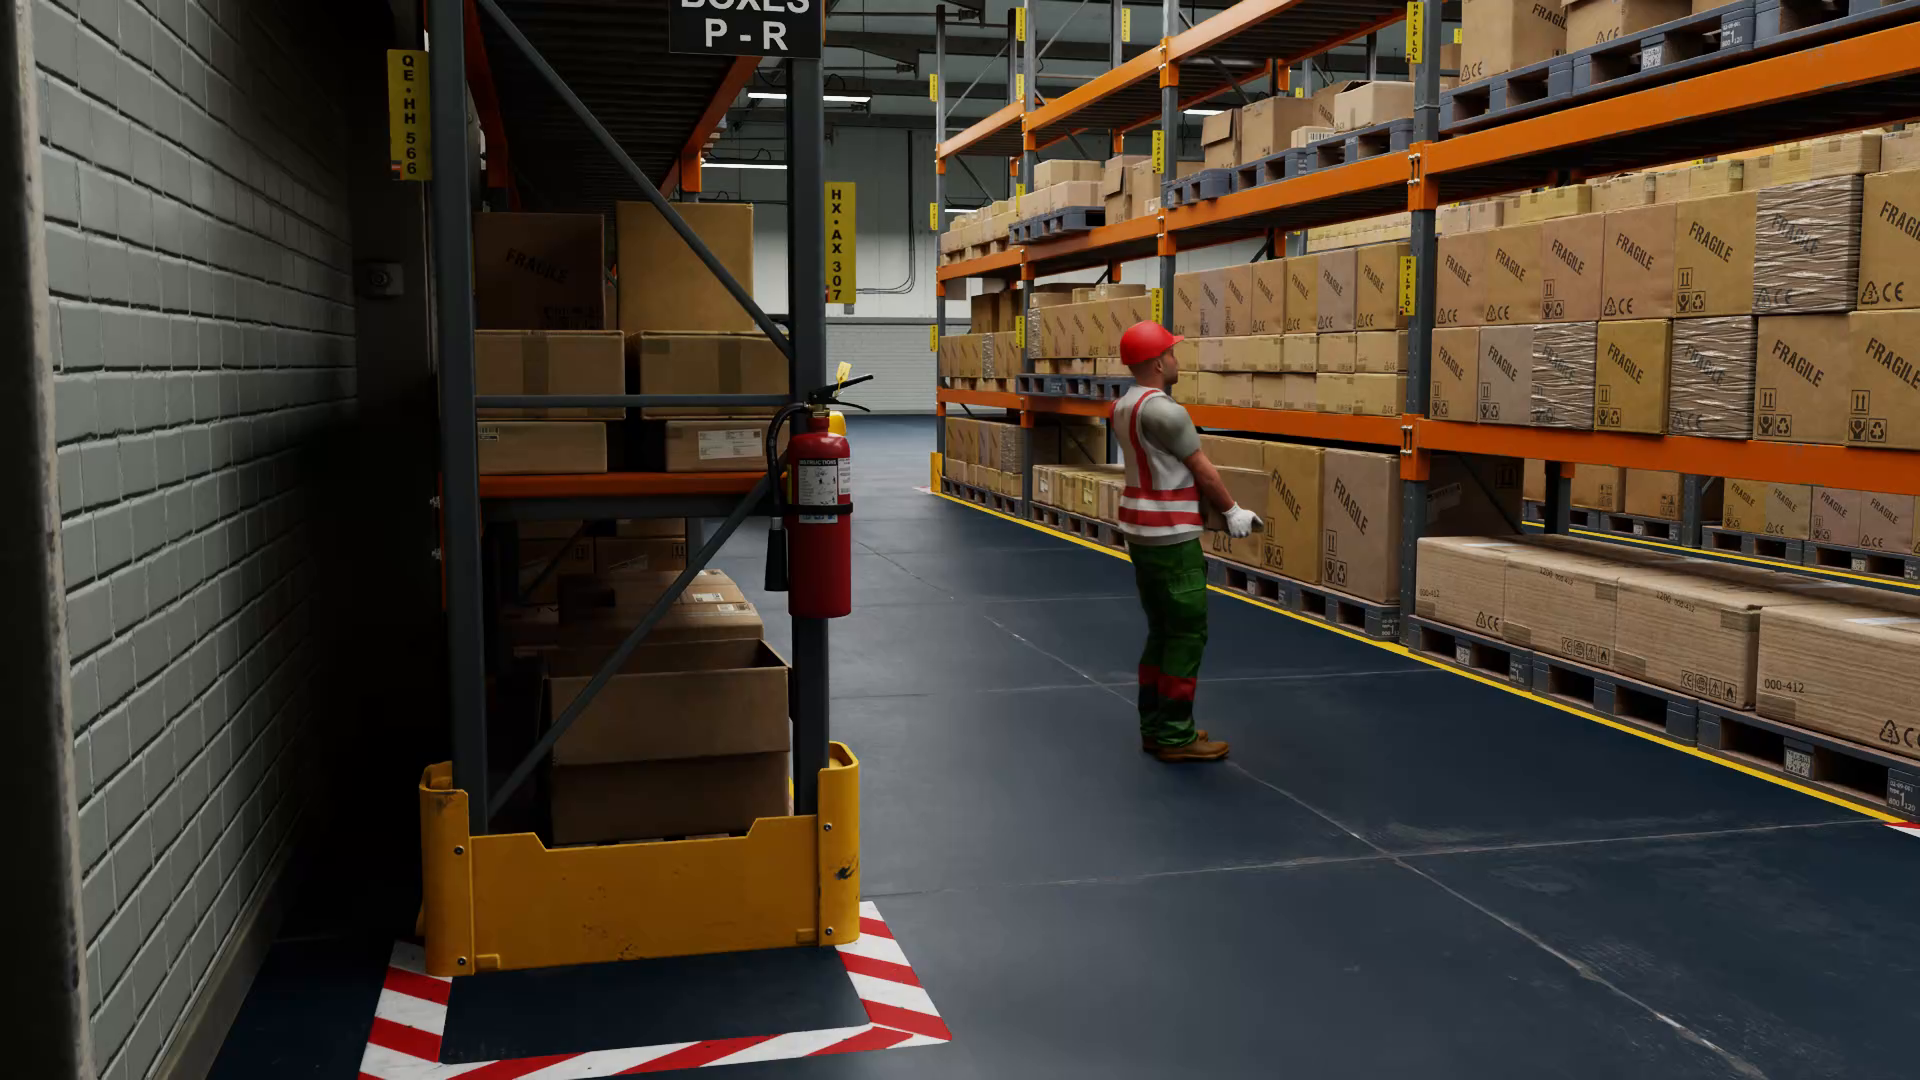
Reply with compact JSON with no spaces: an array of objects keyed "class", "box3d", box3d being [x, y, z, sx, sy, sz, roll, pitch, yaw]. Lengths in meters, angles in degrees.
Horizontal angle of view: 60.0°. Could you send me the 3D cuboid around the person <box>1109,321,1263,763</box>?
[{"class":"person","box3d":[0.919,-0.002,6.827,0.564,1.782,0.494,-2,6,-14]}]
